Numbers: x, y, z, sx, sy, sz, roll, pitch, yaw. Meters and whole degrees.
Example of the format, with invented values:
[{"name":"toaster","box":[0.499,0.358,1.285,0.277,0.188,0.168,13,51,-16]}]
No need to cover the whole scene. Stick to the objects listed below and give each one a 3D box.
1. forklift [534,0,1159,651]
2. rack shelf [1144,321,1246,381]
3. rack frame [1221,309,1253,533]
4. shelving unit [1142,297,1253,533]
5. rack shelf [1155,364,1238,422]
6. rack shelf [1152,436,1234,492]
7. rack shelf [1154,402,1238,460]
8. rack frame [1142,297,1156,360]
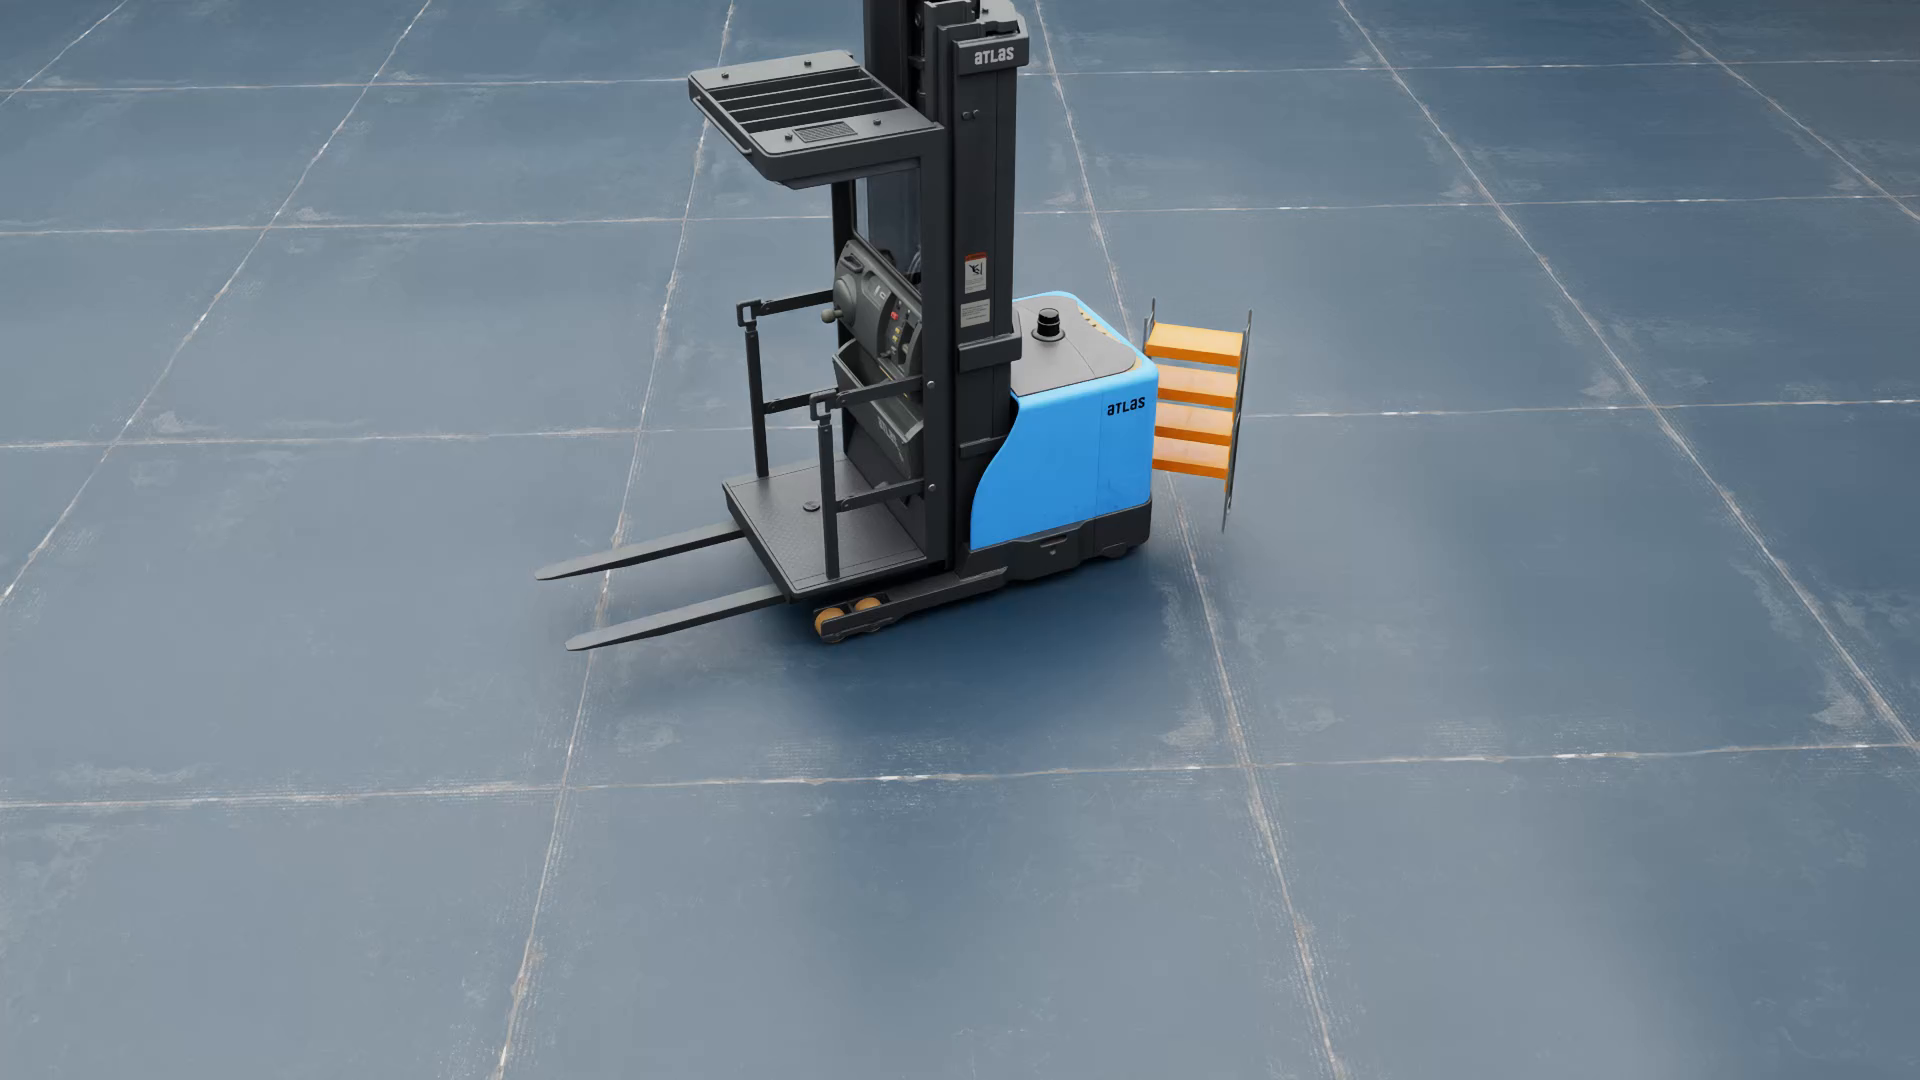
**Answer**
[{"name":"forklift","box":[-0.571,-1.053,7.696,3.031,2.935,1.130,-15,37,-20]},{"name":"rack shelf","box":[1.188,-0.957,8.387,0.480,0.148,0.258,9,36,13]},{"name":"rack frame","box":[1.423,-0.596,8.557,0.015,1.200,0.240,9,36,13]},{"name":"shelving unit","box":[1.188,-0.634,8.611,0.503,1.200,0.258,9,36,13]},{"name":"rack shelf","box":[1.188,-0.762,8.522,0.480,0.148,0.258,9,36,13]},{"name":"rack shelf","box":[1.188,-0.415,8.762,0.480,0.148,0.258,9,36,13]},{"name":"rack shelf","box":[1.188,-0.578,8.649,0.480,0.148,0.258,9,36,13]},{"name":"rack frame","box":[0.953,-0.671,8.665,0.015,1.200,0.240,9,36,13]}]
